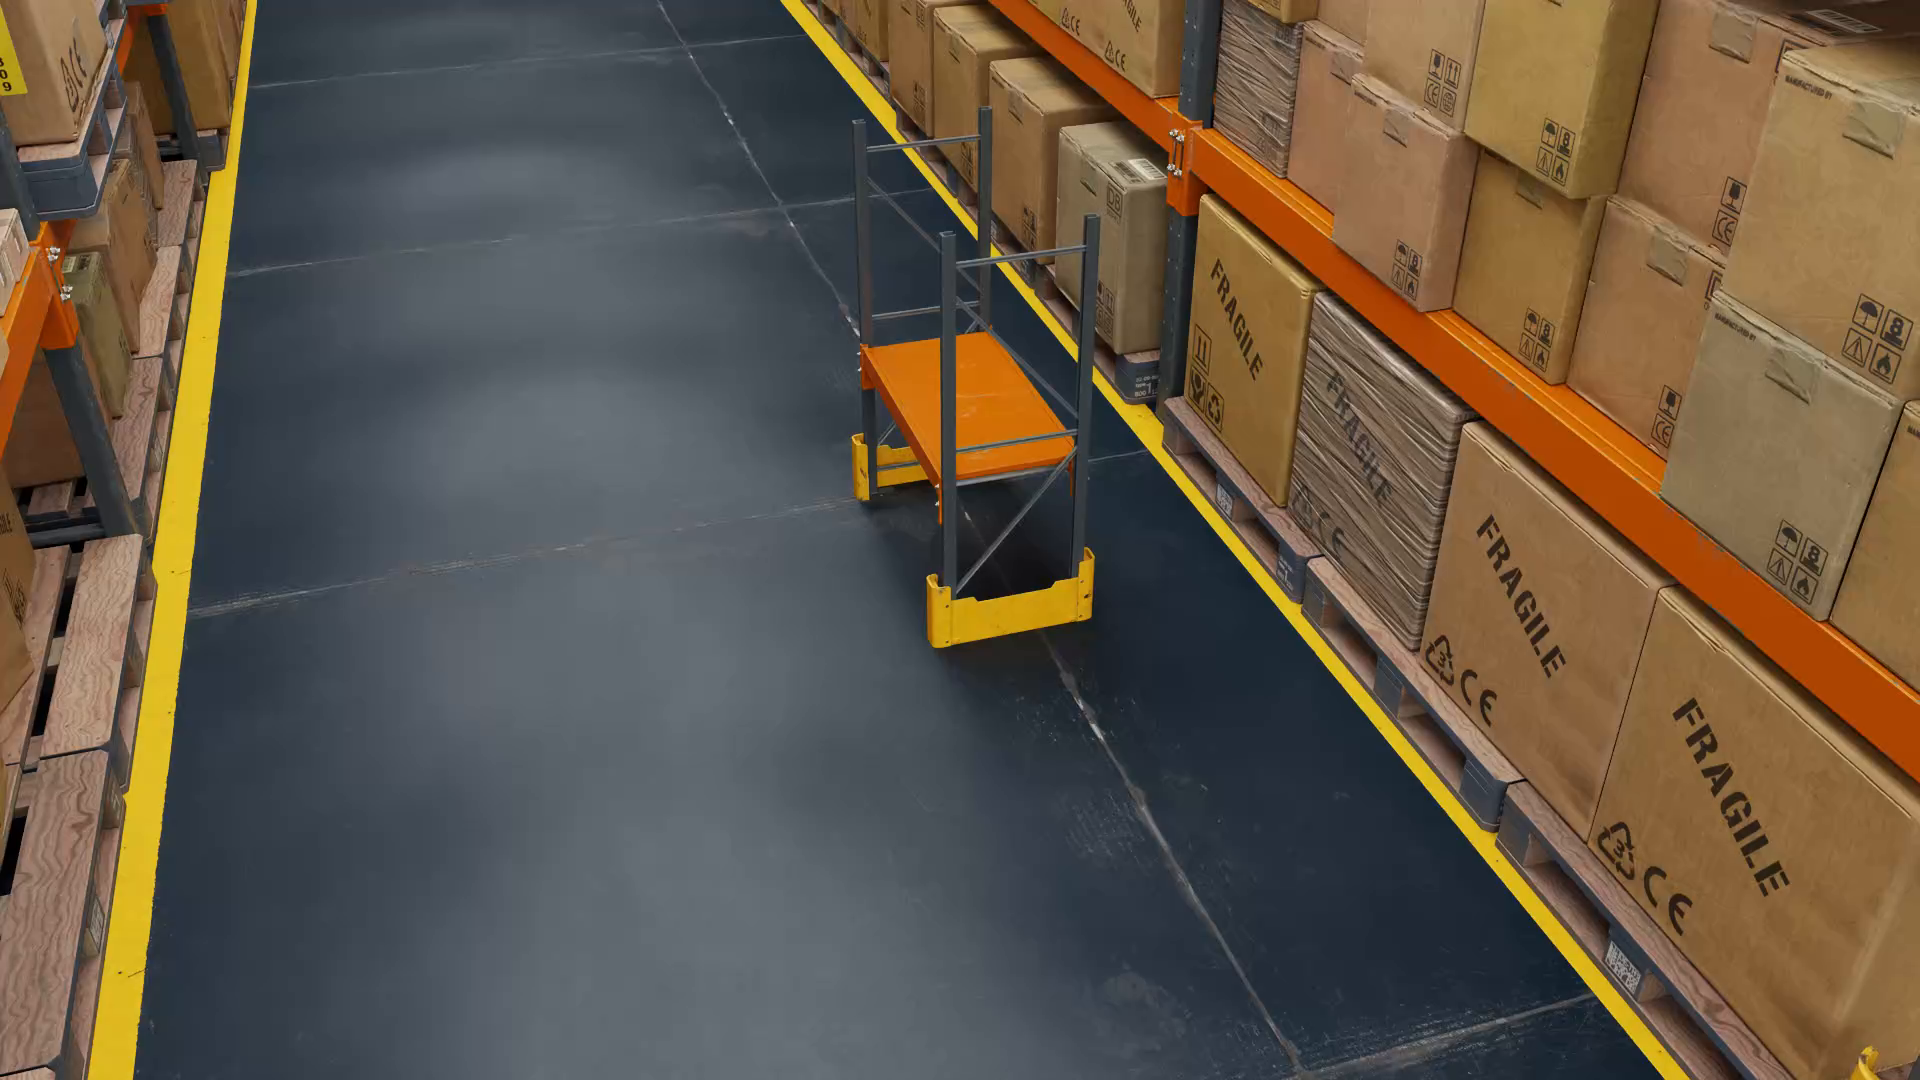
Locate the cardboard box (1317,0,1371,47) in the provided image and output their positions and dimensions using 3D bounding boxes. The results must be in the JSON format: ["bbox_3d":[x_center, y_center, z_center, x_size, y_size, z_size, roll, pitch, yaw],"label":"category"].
[{"bbox_3d":[1.678,-1.874,5.250,0.875,0.550,0.550,-10,35,-15],"label":"cardboard box"}]

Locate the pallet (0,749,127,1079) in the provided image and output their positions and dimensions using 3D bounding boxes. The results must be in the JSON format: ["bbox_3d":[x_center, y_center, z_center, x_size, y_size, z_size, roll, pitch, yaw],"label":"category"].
[{"bbox_3d":[-2.820,1.103,4.389,1.003,0.211,1.213,-10,35,-15],"label":"pallet"}]

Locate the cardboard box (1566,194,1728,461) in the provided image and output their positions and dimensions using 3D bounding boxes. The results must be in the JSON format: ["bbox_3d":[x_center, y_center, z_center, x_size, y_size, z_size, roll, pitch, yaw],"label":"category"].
[{"bbox_3d":[2.144,-0.579,4.270,0.875,0.550,0.550,-10,35,-15],"label":"cardboard box"}]

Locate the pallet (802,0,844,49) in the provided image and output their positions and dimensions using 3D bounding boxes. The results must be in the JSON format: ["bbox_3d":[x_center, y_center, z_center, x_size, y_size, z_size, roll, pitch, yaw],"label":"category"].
[{"bbox_3d":[-0.506,-3.816,11.834,1.003,0.211,1.213,-10,35,-15],"label":"pallet"}]

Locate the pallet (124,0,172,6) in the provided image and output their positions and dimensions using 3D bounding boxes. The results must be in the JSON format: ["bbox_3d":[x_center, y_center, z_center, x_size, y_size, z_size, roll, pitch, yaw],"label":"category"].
[{"bbox_3d":[-4.336,-2.712,7.808,1.213,0.211,1.003,-10,35,-15],"label":"pallet"}]

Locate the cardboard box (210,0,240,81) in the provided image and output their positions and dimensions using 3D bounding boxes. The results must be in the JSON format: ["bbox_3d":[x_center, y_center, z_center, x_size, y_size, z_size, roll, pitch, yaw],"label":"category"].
[{"bbox_3d":[-5.110,-3.273,10.028,1.225,0.875,0.875,-10,35,-15],"label":"cardboard box"}]

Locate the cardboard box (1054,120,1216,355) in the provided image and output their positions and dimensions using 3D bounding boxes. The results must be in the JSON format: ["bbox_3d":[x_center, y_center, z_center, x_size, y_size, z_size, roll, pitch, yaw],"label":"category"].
[{"bbox_3d":[1.045,-1.377,7.273,1.050,0.750,0.750,-10,35,-15],"label":"cardboard box"}]

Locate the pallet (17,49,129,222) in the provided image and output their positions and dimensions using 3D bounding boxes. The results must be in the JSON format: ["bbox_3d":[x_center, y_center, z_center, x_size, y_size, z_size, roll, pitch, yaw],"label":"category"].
[{"bbox_3d":[-3.529,-1.394,5.813,1.003,0.211,1.213,-10,35,-15],"label":"pallet"}]

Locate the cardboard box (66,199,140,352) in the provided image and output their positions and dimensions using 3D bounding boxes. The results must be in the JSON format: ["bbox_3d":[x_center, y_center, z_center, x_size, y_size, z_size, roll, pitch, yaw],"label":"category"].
[{"bbox_3d":[-3.900,-1.062,7.005,0.700,0.500,0.500,-13,36,-19],"label":"cardboard box"}]

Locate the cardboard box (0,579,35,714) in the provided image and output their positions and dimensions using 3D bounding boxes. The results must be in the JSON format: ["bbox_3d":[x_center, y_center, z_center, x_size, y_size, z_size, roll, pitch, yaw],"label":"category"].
[{"bbox_3d":[-3.169,0.335,4.908,0.500,0.500,0.500,0,33,1],"label":"cardboard box"}]

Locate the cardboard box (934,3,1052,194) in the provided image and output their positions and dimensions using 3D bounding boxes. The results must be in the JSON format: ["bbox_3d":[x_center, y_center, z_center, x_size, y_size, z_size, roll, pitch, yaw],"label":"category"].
[{"bbox_3d":[0.470,-2.373,8.780,1.050,0.750,0.750,-9,35,-14],"label":"cardboard box"}]

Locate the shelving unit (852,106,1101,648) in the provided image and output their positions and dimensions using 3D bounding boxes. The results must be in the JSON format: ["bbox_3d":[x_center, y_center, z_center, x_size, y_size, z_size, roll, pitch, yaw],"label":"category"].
[{"bbox_3d":[0.023,-0.586,5.776,0.587,1.500,1.083,-10,35,-15],"label":"shelving unit"}]

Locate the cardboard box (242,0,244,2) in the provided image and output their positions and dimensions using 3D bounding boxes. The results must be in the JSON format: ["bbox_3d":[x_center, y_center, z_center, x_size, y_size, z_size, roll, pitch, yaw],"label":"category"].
[{"bbox_3d":[-5.661,-4.205,11.439,1.225,0.875,0.875,-10,35,-15],"label":"cardboard box"}]

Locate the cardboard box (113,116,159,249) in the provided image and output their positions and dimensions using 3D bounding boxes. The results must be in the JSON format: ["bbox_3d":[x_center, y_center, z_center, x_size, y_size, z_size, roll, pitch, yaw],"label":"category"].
[{"bbox_3d":[-4.250,-1.652,7.897,0.700,0.500,0.500,-13,36,-19],"label":"cardboard box"}]

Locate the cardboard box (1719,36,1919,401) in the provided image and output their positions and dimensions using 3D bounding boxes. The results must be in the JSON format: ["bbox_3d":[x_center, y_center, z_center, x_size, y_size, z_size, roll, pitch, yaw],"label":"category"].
[{"bbox_3d":[2.208,-0.717,3.499,0.875,0.550,0.550,-10,35,-15],"label":"cardboard box"}]

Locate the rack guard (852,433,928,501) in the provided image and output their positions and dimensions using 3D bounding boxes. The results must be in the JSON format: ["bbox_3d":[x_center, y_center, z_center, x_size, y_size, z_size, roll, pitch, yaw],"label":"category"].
[{"bbox_3d":[-0.129,-0.326,6.516,0.587,0.250,0.087,-10,35,-15],"label":"rack guard"}]

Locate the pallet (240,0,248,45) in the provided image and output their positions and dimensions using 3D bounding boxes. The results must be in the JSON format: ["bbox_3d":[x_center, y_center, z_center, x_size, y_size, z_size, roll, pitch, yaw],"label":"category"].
[{"bbox_3d":[-5.568,-3.693,11.647,1.003,0.211,1.213,-10,35,-15],"label":"pallet"}]

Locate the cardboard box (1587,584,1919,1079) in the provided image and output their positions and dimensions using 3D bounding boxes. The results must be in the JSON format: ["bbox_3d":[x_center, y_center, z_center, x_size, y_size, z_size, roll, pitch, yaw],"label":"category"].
[{"bbox_3d":[2.270,0.637,4.112,0.875,0.875,0.875,-10,35,-14],"label":"cardboard box"}]

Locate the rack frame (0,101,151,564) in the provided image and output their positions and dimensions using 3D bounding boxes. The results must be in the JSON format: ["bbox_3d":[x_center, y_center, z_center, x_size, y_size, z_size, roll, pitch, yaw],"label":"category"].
[{"bbox_3d":[-3.435,-1.049,5.116,1.000,3.000,0.127,-10,35,-15],"label":"rack frame"}]

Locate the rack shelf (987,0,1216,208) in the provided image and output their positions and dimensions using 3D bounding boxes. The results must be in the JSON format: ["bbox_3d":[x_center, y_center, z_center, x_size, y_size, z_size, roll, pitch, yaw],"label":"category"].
[{"bbox_3d":[0.710,-2.579,8.085,1.077,0.370,4.000,-10,35,-15],"label":"rack shelf"}]

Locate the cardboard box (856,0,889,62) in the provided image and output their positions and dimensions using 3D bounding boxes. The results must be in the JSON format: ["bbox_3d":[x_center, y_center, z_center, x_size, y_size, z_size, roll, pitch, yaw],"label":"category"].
[{"bbox_3d":[-0.350,-3.364,10.506,0.500,0.500,0.500,-10,35,-15],"label":"cardboard box"}]

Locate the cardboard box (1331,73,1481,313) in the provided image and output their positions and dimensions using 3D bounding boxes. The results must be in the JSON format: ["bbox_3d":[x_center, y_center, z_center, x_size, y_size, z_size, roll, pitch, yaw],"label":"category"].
[{"bbox_3d":[1.686,-1.112,5.076,0.875,0.550,0.550,-10,35,-15],"label":"cardboard box"}]

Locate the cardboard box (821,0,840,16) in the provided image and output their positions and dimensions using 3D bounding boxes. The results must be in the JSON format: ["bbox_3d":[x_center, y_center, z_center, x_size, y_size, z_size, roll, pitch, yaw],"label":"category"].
[{"bbox_3d":[-0.682,-3.912,11.335,0.500,0.500,0.500,-12,35,-17],"label":"cardboard box"}]

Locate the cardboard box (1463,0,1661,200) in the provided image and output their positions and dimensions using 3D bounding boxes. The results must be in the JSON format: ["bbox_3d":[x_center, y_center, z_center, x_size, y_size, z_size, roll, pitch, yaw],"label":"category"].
[{"bbox_3d":[1.881,-1.290,4.366,0.875,0.550,0.500,-10,35,-15],"label":"cardboard box"}]

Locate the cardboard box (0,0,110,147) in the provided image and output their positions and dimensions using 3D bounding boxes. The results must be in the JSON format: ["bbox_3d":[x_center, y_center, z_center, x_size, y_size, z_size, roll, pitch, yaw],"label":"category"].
[{"bbox_3d":[-3.544,-1.915,5.502,1.000,1.000,1.000,-10,35,-14],"label":"cardboard box"}]

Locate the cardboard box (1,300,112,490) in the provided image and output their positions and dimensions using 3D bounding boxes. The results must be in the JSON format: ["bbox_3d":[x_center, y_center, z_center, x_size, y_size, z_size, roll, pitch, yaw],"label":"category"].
[{"bbox_3d":[-3.601,-0.515,6.177,0.700,0.500,0.500,-13,36,-18],"label":"cardboard box"}]

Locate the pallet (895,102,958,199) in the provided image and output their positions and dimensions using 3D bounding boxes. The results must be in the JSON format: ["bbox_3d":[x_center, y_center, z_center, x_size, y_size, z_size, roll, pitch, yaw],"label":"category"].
[{"bbox_3d":[0.268,-2.340,9.599,1.003,0.211,1.213,-10,35,-15],"label":"pallet"}]

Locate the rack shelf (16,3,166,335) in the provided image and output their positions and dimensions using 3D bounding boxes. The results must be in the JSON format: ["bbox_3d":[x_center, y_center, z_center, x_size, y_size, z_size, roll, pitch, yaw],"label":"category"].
[{"bbox_3d":[-4.045,-1.798,6.903,1.077,0.370,4.000,-10,35,-15],"label":"rack shelf"}]

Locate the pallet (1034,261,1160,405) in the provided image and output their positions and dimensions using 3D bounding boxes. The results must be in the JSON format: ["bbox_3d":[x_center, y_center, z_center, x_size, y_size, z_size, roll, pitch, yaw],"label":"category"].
[{"bbox_3d":[1.013,-1.059,7.661,1.003,0.211,1.213,-10,35,-15],"label":"pallet"}]

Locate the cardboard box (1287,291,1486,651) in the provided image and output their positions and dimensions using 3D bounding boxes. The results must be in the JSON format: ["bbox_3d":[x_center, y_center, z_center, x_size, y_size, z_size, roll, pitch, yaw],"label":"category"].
[{"bbox_3d":[1.724,-0.304,5.535,0.875,0.875,0.875,-10,35,-14],"label":"cardboard box"}]

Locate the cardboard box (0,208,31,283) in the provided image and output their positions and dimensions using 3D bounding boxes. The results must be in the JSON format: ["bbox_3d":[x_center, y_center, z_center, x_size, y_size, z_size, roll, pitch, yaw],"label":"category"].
[{"bbox_3d":[-3.089,-0.880,5.089,0.380,0.149,0.250,-10,35,-15],"label":"cardboard box"}]

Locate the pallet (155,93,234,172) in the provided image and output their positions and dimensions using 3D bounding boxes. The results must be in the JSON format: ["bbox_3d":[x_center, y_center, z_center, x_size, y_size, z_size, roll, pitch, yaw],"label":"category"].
[{"bbox_3d":[-4.823,-2.412,9.708,1.003,0.211,1.213,-10,35,-15],"label":"pallet"}]

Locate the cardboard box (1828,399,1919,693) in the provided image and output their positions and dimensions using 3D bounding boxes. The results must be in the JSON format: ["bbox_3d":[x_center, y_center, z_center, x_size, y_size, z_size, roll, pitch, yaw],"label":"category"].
[{"bbox_3d":[2.384,0.021,3.362,0.875,0.550,0.550,-10,35,-15],"label":"cardboard box"}]

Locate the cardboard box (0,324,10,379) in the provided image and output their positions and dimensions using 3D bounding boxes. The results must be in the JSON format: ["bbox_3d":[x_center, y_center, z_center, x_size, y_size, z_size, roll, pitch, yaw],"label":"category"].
[{"bbox_3d":[-2.820,-0.494,4.504,0.380,0.149,0.250,-10,35,-15],"label":"cardboard box"}]

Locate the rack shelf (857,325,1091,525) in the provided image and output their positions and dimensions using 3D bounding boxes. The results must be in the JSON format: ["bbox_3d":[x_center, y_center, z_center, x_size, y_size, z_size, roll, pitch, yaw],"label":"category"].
[{"bbox_3d":[0.026,-0.431,5.868,0.538,0.185,1.000,-10,35,-15],"label":"rack shelf"}]

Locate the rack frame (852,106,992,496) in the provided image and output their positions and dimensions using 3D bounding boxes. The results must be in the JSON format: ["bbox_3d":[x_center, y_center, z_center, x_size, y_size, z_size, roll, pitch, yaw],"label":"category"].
[{"bbox_3d":[-0.129,-0.848,6.173,0.500,1.500,0.032,-10,35,-15],"label":"rack frame"}]

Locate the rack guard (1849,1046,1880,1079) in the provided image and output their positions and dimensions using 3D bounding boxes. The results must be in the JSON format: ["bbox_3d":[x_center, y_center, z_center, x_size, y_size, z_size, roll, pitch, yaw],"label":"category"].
[{"bbox_3d":[2.547,1.326,3.790,1.175,0.500,0.348,-10,35,-15],"label":"rack guard"}]

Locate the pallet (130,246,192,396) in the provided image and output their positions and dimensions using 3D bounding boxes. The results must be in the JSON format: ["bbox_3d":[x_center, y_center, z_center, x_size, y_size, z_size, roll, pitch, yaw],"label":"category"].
[{"bbox_3d":[-4.049,-0.935,7.474,1.003,0.211,1.213,-10,35,-15],"label":"pallet"}]

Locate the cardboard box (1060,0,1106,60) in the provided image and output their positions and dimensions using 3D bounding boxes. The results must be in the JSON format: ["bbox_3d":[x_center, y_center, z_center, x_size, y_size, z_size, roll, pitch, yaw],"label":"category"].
[{"bbox_3d":[0.752,-2.366,7.018,0.500,0.500,0.500,-10,35,-15],"label":"cardboard box"}]

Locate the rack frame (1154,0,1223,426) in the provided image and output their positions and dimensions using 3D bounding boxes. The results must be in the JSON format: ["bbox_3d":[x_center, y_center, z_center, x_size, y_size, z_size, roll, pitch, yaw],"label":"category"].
[{"bbox_3d":[1.320,-1.830,6.298,1.000,3.000,0.127,-10,35,-15],"label":"rack frame"}]

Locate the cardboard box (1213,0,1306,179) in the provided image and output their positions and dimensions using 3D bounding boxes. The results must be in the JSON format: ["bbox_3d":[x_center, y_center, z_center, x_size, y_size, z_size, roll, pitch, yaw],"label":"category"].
[{"bbox_3d":[1.444,-1.700,5.966,0.875,0.550,0.550,-10,35,-15],"label":"cardboard box"}]

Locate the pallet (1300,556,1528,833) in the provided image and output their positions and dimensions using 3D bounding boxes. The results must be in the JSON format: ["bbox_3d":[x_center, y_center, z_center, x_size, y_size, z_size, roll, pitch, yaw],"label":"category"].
[{"bbox_3d":[1.853,0.388,5.472,1.003,0.211,1.213,-10,35,-15],"label":"pallet"}]
